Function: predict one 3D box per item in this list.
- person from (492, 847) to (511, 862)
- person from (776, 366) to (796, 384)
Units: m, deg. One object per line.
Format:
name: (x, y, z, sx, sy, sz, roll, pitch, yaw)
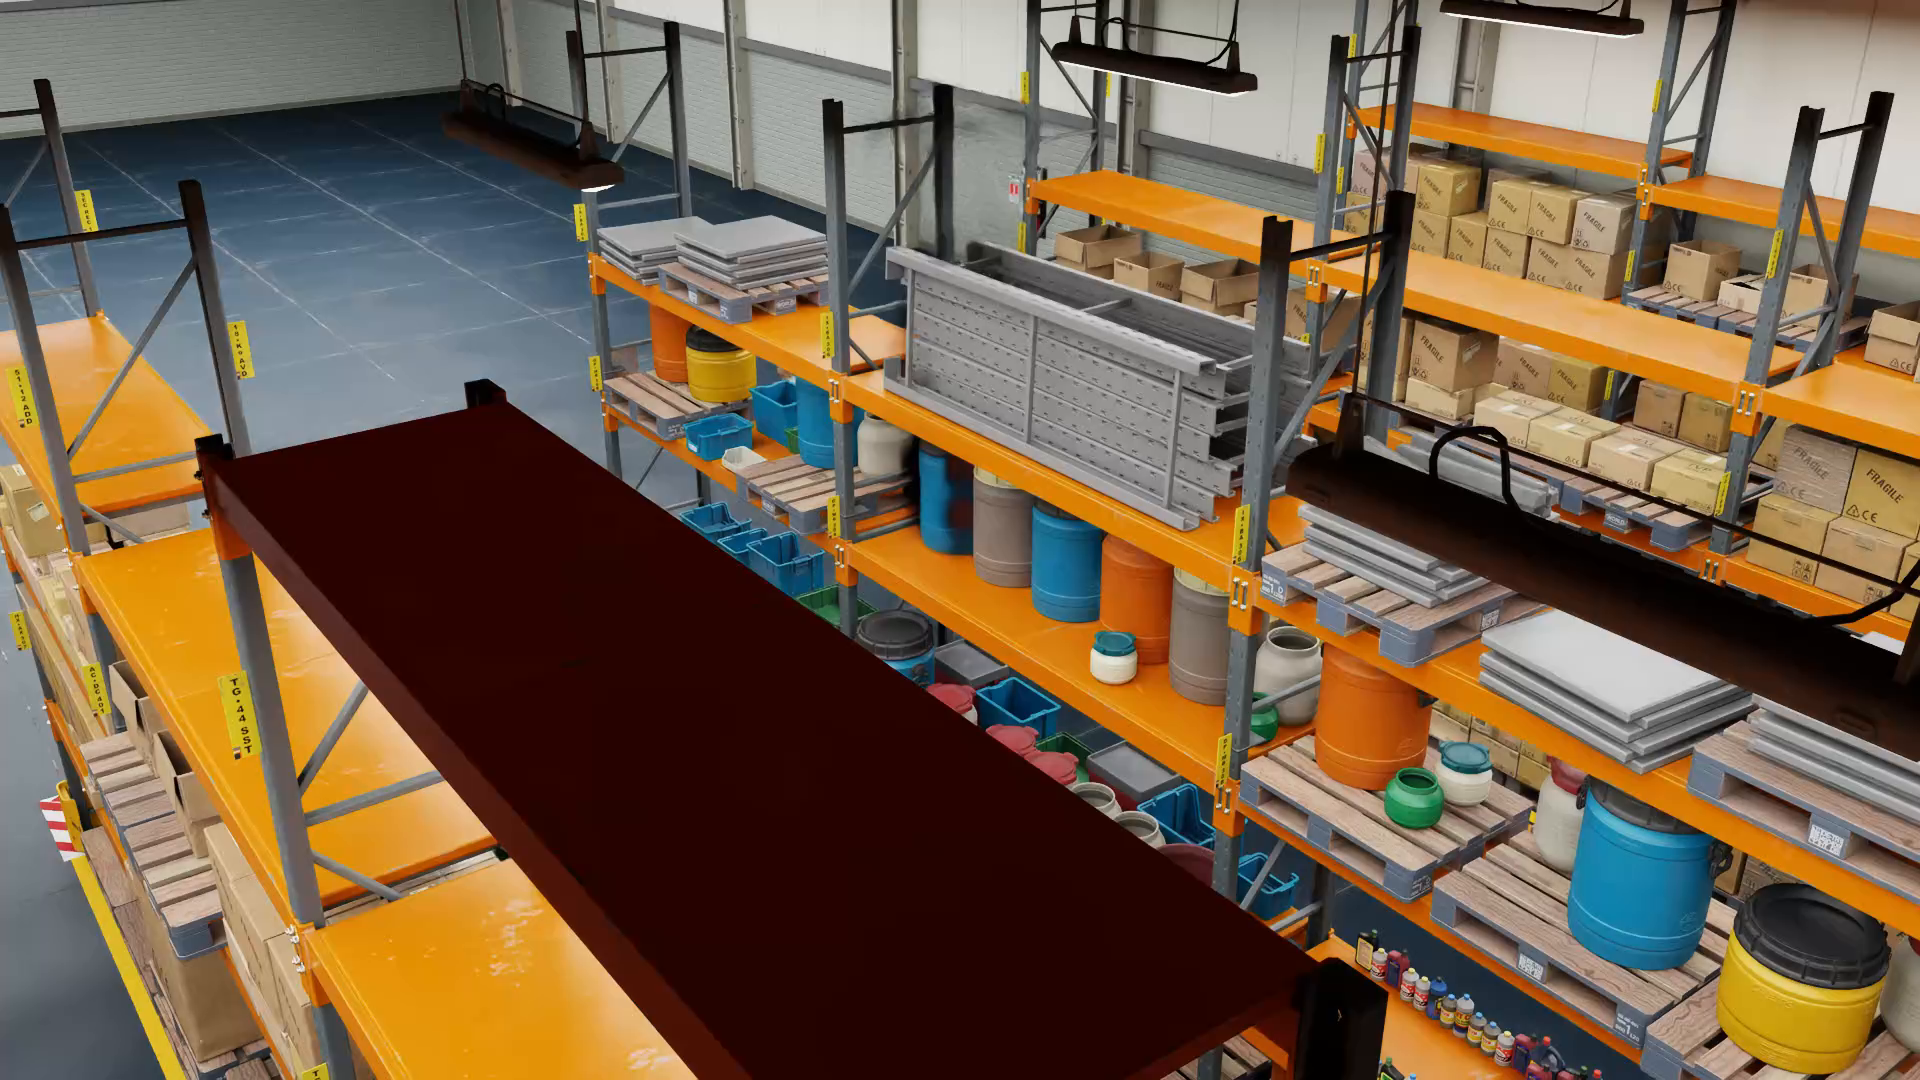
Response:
person: (-3.214, 2.179, 12.199, 0.683, 1.767, 0.875, -20, 32, -37)
person: (-2.064, -1.338, 19.789, 0.724, 1.785, 0.668, 0, 25, 0)
